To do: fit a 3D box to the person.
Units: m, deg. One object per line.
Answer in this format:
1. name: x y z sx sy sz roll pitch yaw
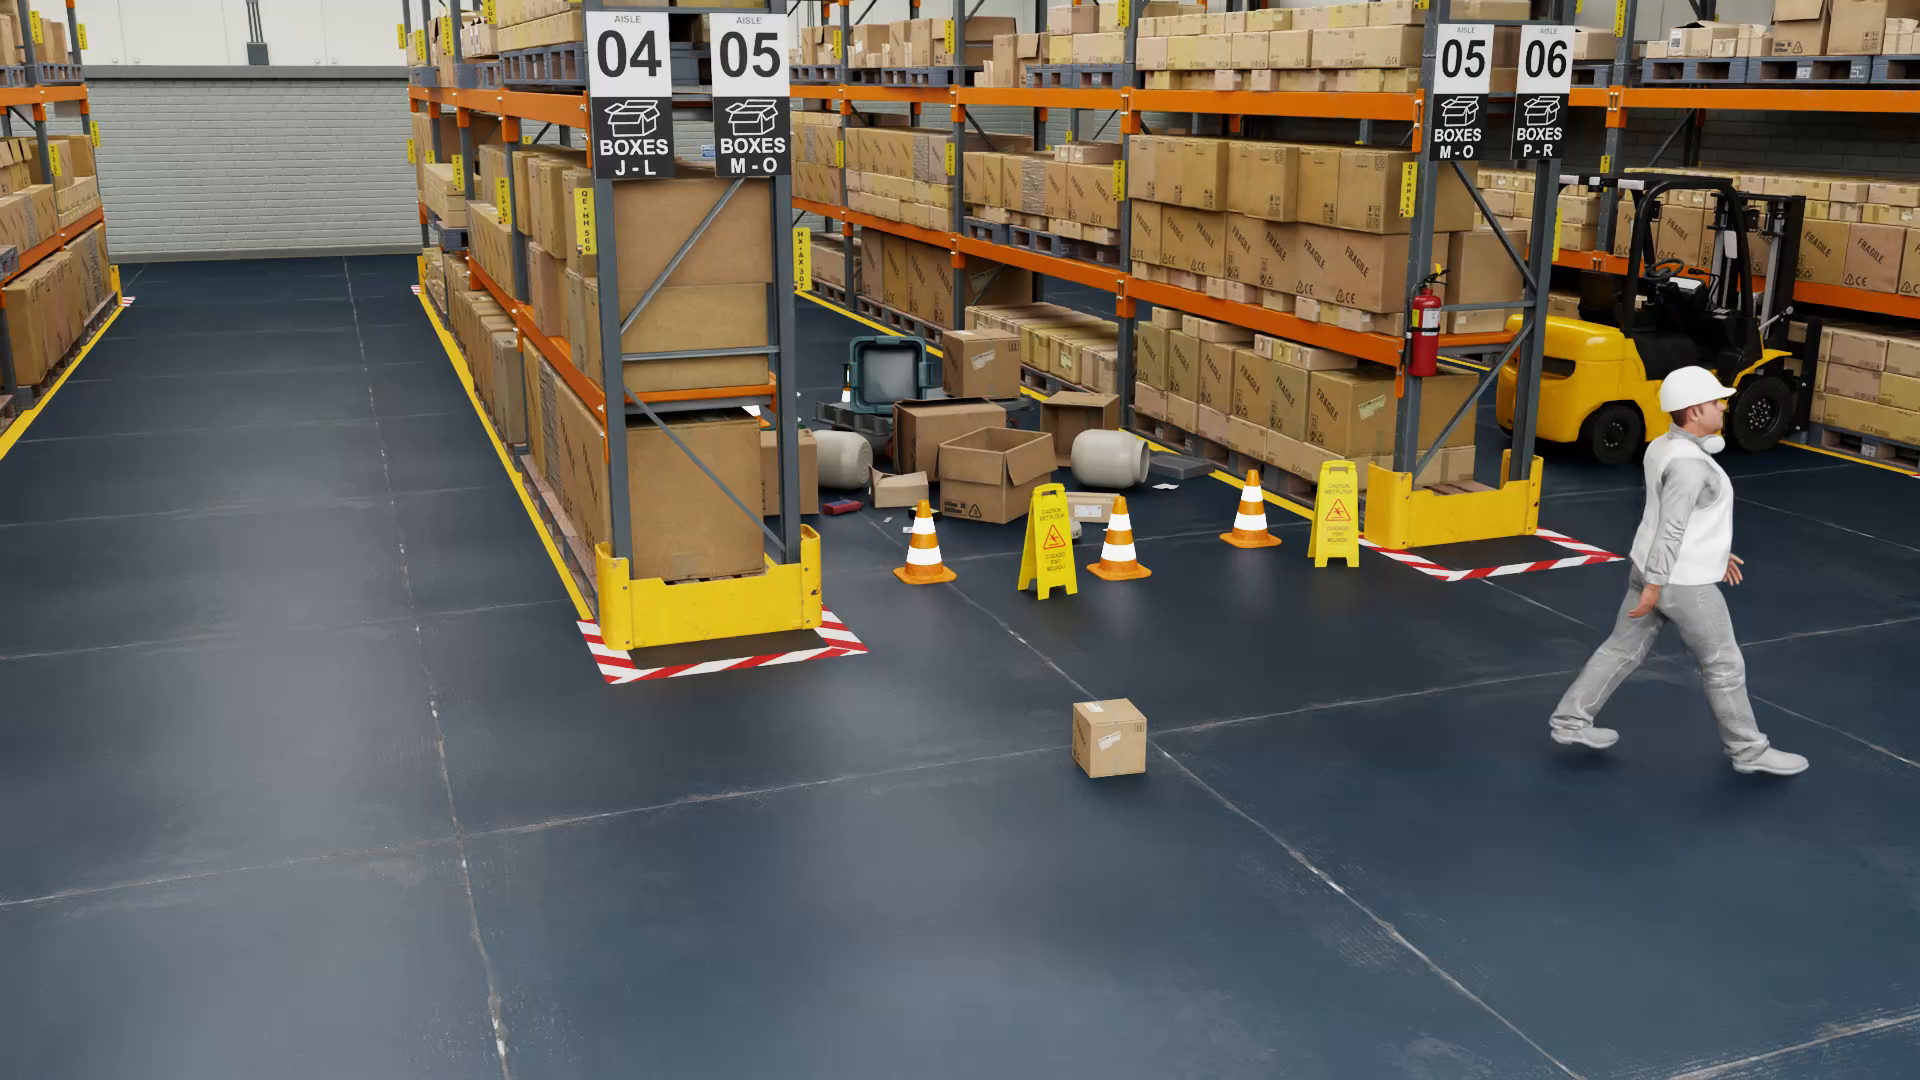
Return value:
1. person: 3.104 0.117 7.037 1.038 1.716 0.532 2 16 7
